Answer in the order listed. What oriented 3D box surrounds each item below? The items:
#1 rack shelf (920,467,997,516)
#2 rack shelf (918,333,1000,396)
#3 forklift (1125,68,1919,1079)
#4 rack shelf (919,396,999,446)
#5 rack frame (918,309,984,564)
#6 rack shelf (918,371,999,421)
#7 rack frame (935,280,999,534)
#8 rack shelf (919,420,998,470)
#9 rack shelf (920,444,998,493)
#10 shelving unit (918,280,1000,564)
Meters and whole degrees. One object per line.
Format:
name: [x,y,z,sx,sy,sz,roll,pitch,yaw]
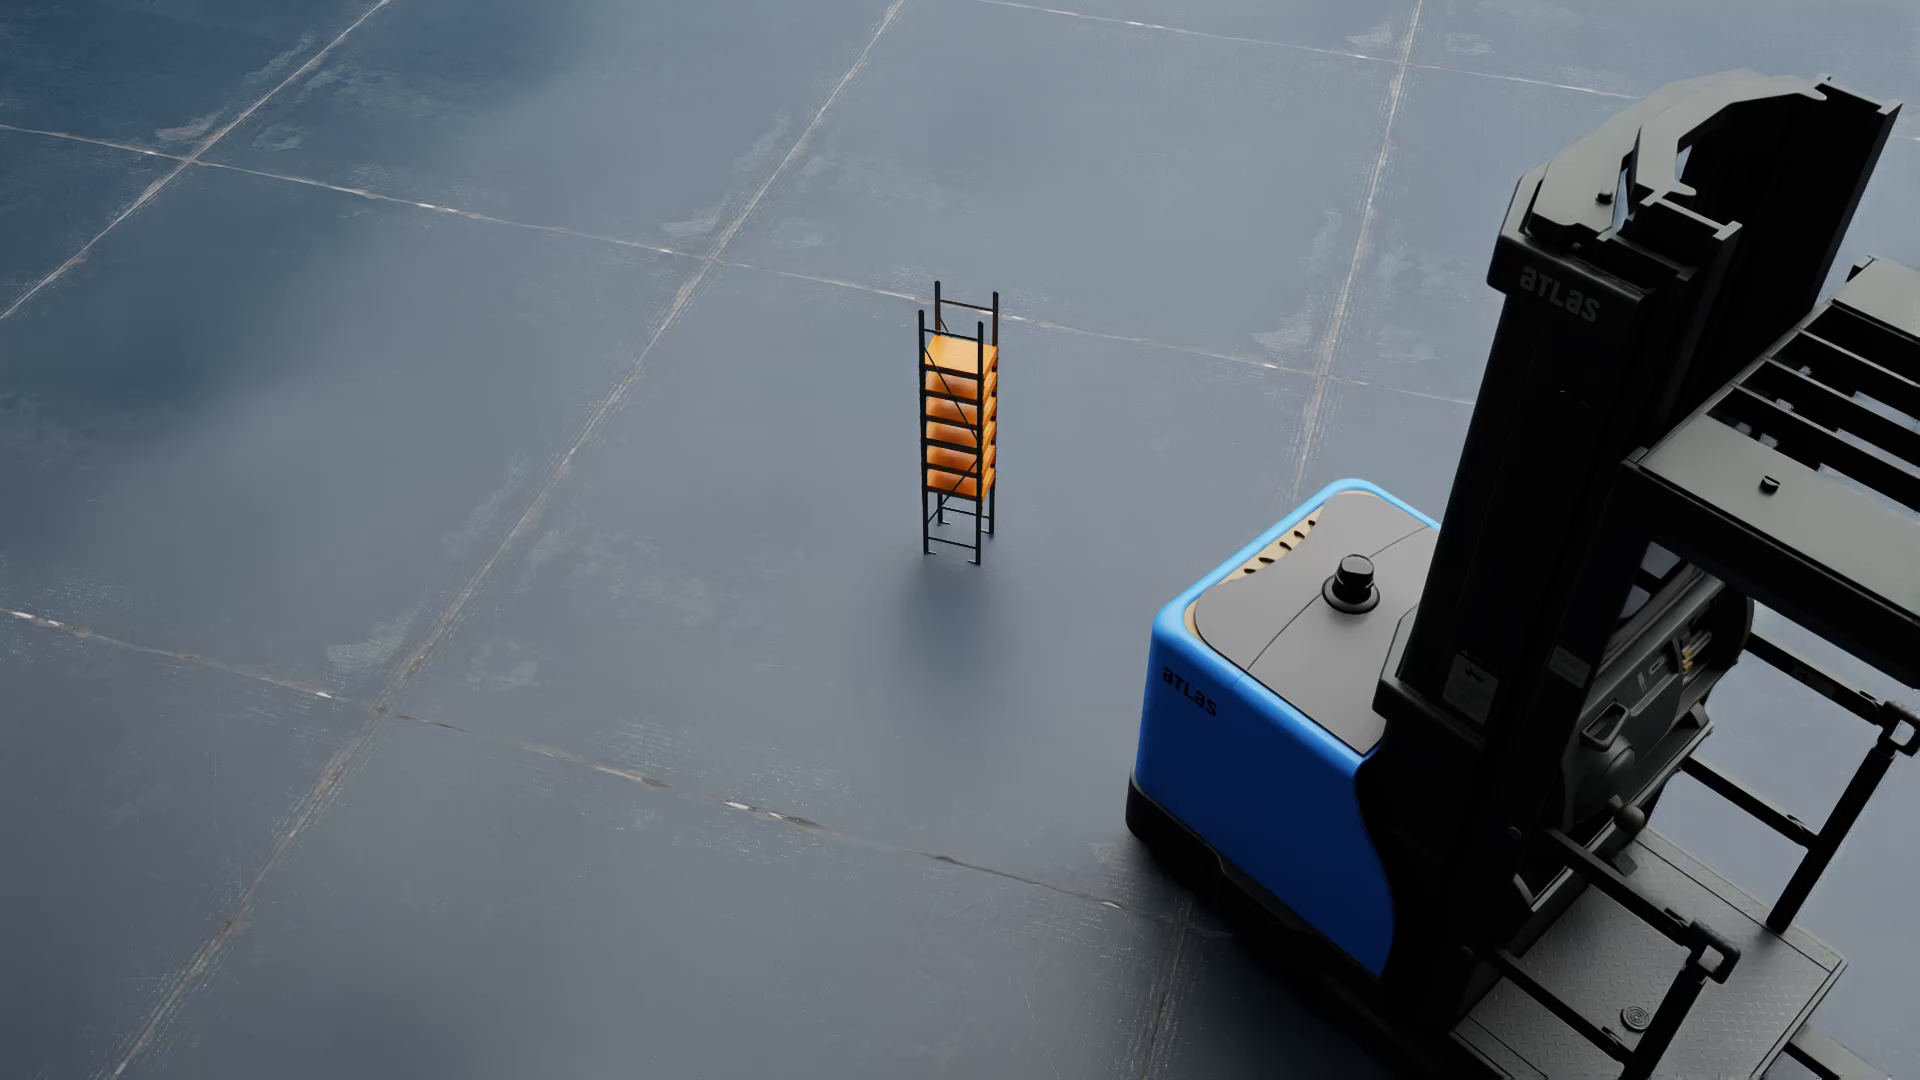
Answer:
rack shelf: [-0.004,-0.216,6.519,0.258,0.103,0.180,13,46,12]
rack shelf: [-0.004,-0.645,6.100,0.258,0.103,0.180,13,46,12]
forklift: [1.937,0.475,4.169,1.130,2.935,3.031,-33,53,-29]
rack shelf: [-0.004,-0.473,6.268,0.258,0.103,0.180,13,46,12]
rack frame: [-0.032,-0.358,6.258,0.240,1.200,0.006,13,46,12]
rack shelf: [-0.004,-0.559,6.184,0.258,0.103,0.180,13,46,12]
rack frame: [0.023,-0.480,6.383,0.240,1.200,0.006,13,46,12]
rack shelf: [-0.004,-0.387,6.352,0.258,0.103,0.180,13,46,12]
rack shelf: [-0.004,-0.302,6.436,0.258,0.103,0.180,13,46,12]
shelving unit: [-0.004,-0.419,6.321,0.258,1.200,0.189,13,46,12]
